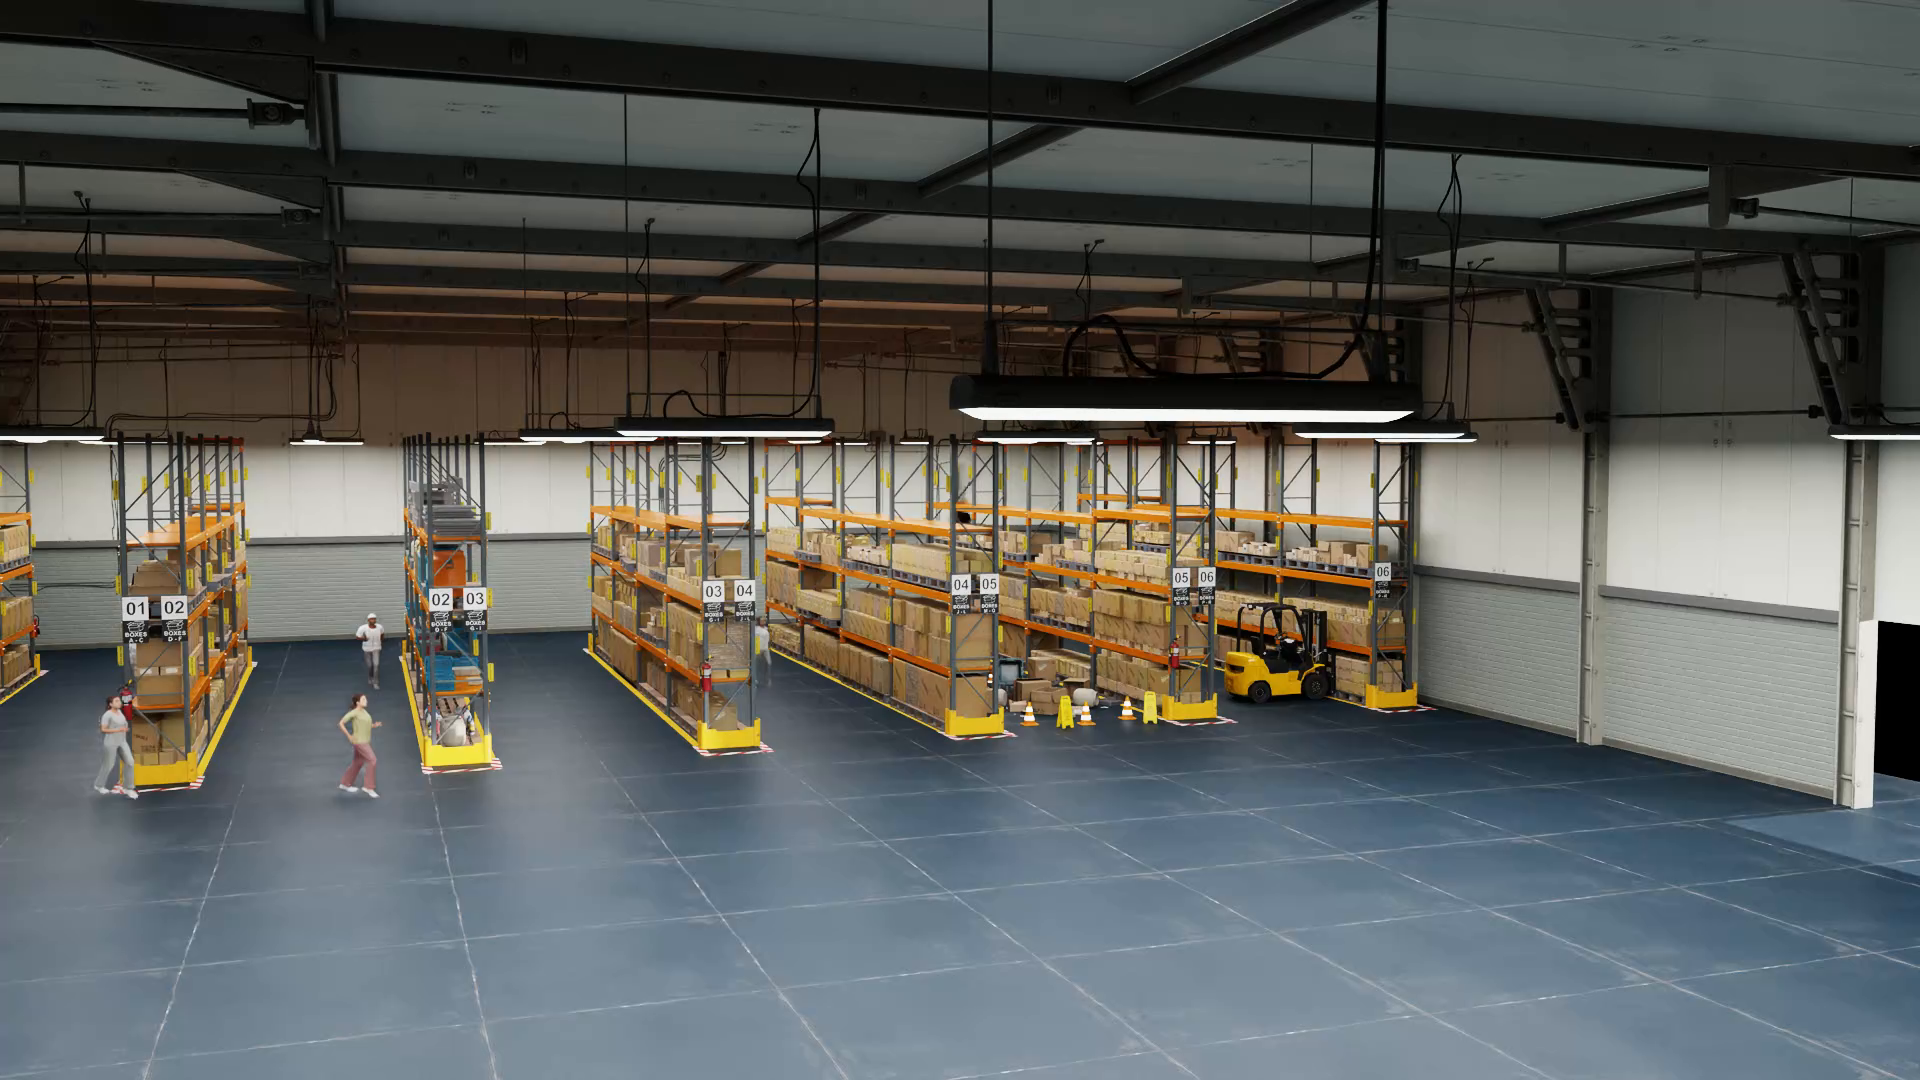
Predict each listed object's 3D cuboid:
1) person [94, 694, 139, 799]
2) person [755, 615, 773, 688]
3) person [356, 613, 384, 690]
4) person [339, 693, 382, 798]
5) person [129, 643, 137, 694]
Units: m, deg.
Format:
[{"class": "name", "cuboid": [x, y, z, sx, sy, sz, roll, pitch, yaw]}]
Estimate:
[{"class": "person", "cuboid": [-13.840, 3.373, 27.168, 0.801, 1.717, 0.560, 1, 3, 21]}, {"class": "person", "cuboid": [-4.790, 2.660, 39.914, 0.598, 1.743, 0.779, -2, 4, -34]}, {"class": "person", "cuboid": [-14.039, 2.644, 39.610, 0.670, 1.809, 0.869, -1, 3, -24]}, {"class": "person", "cuboid": [-9.856, 3.371, 27.300, 0.744, 1.727, 0.547, 0, 3, -1]}, {"class": "person", "cuboid": [-18.451, 2.802, 37.331, 0.598, 1.743, 0.779, -1, 3, -24]}]
